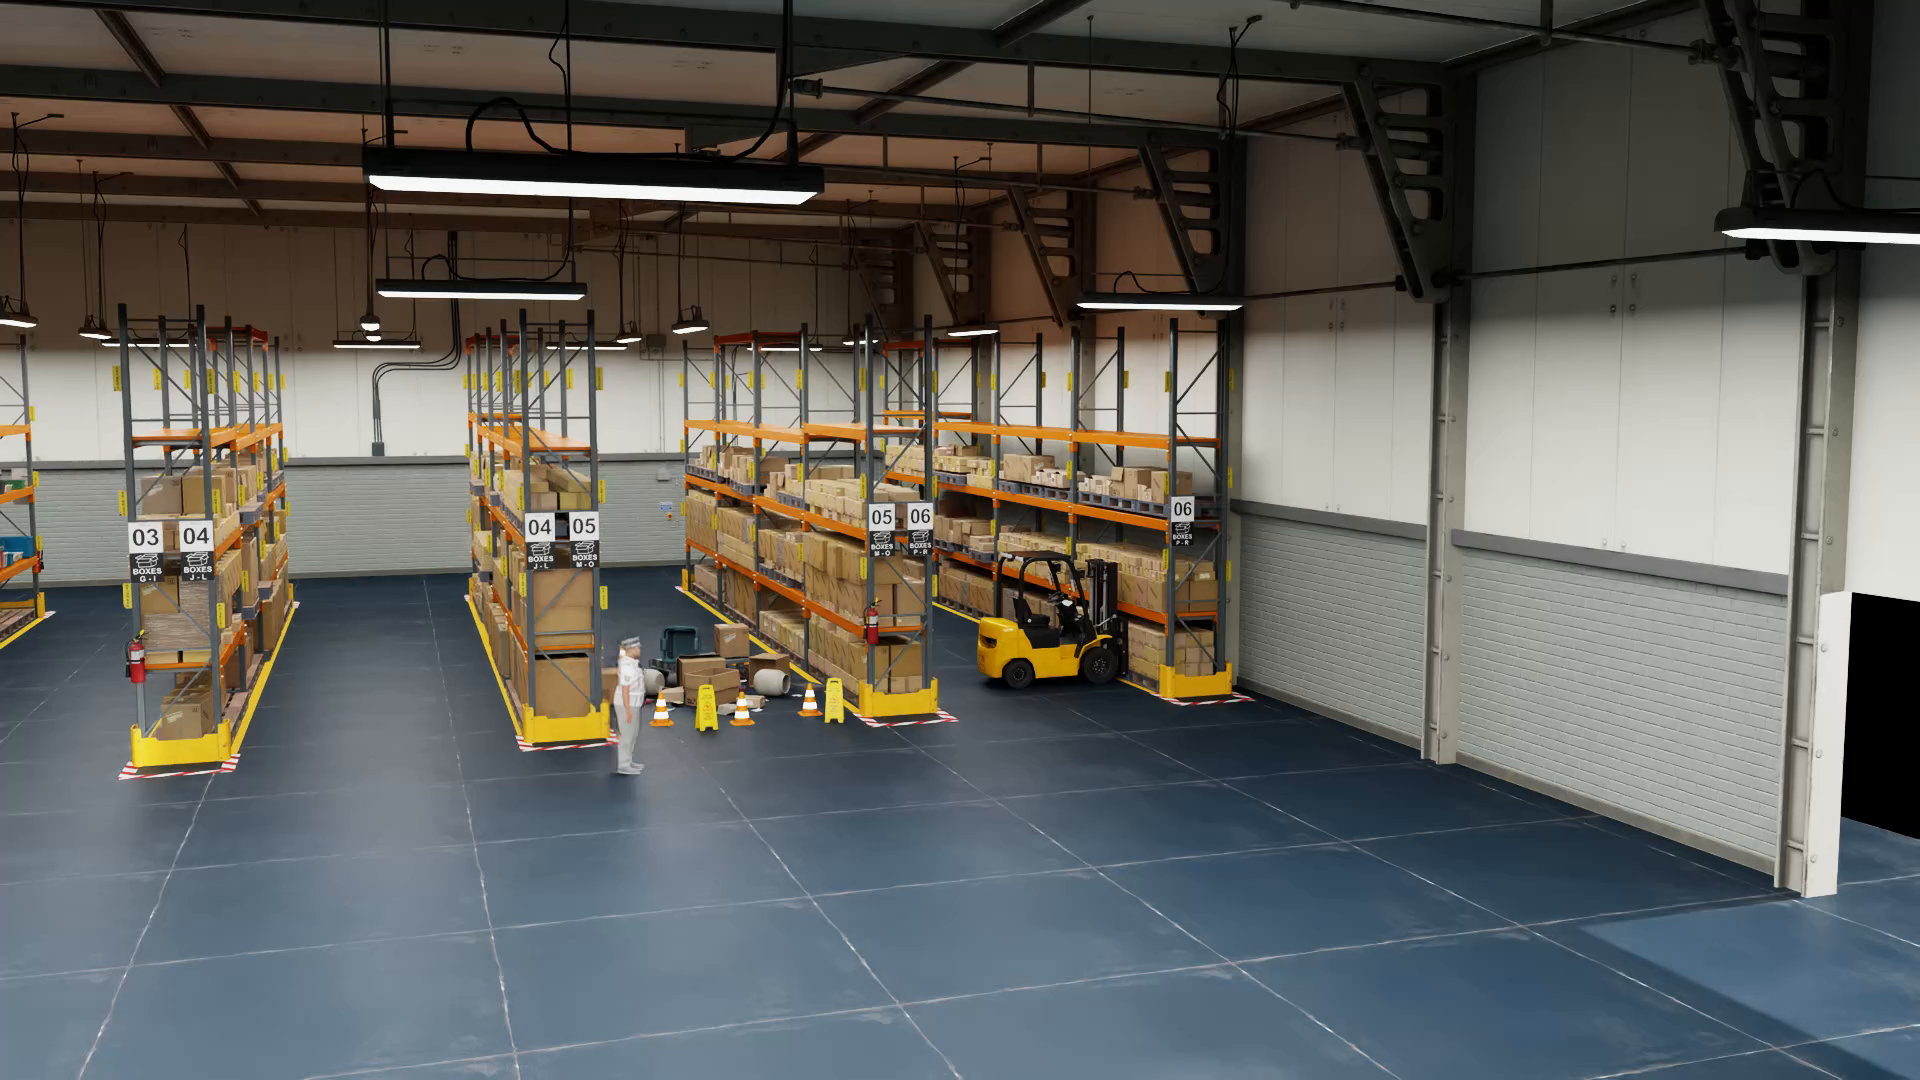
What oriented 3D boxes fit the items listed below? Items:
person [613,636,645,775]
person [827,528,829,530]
[{"bbox_3d":[-4.240,2.111,21.299,0.407,1.766,0.622,-1,5,-9],"label":"person"},{"bbox_3d":[-3.099,0.263,37.940,0.533,1.680,0.377,5,7,44],"label":"person"}]
